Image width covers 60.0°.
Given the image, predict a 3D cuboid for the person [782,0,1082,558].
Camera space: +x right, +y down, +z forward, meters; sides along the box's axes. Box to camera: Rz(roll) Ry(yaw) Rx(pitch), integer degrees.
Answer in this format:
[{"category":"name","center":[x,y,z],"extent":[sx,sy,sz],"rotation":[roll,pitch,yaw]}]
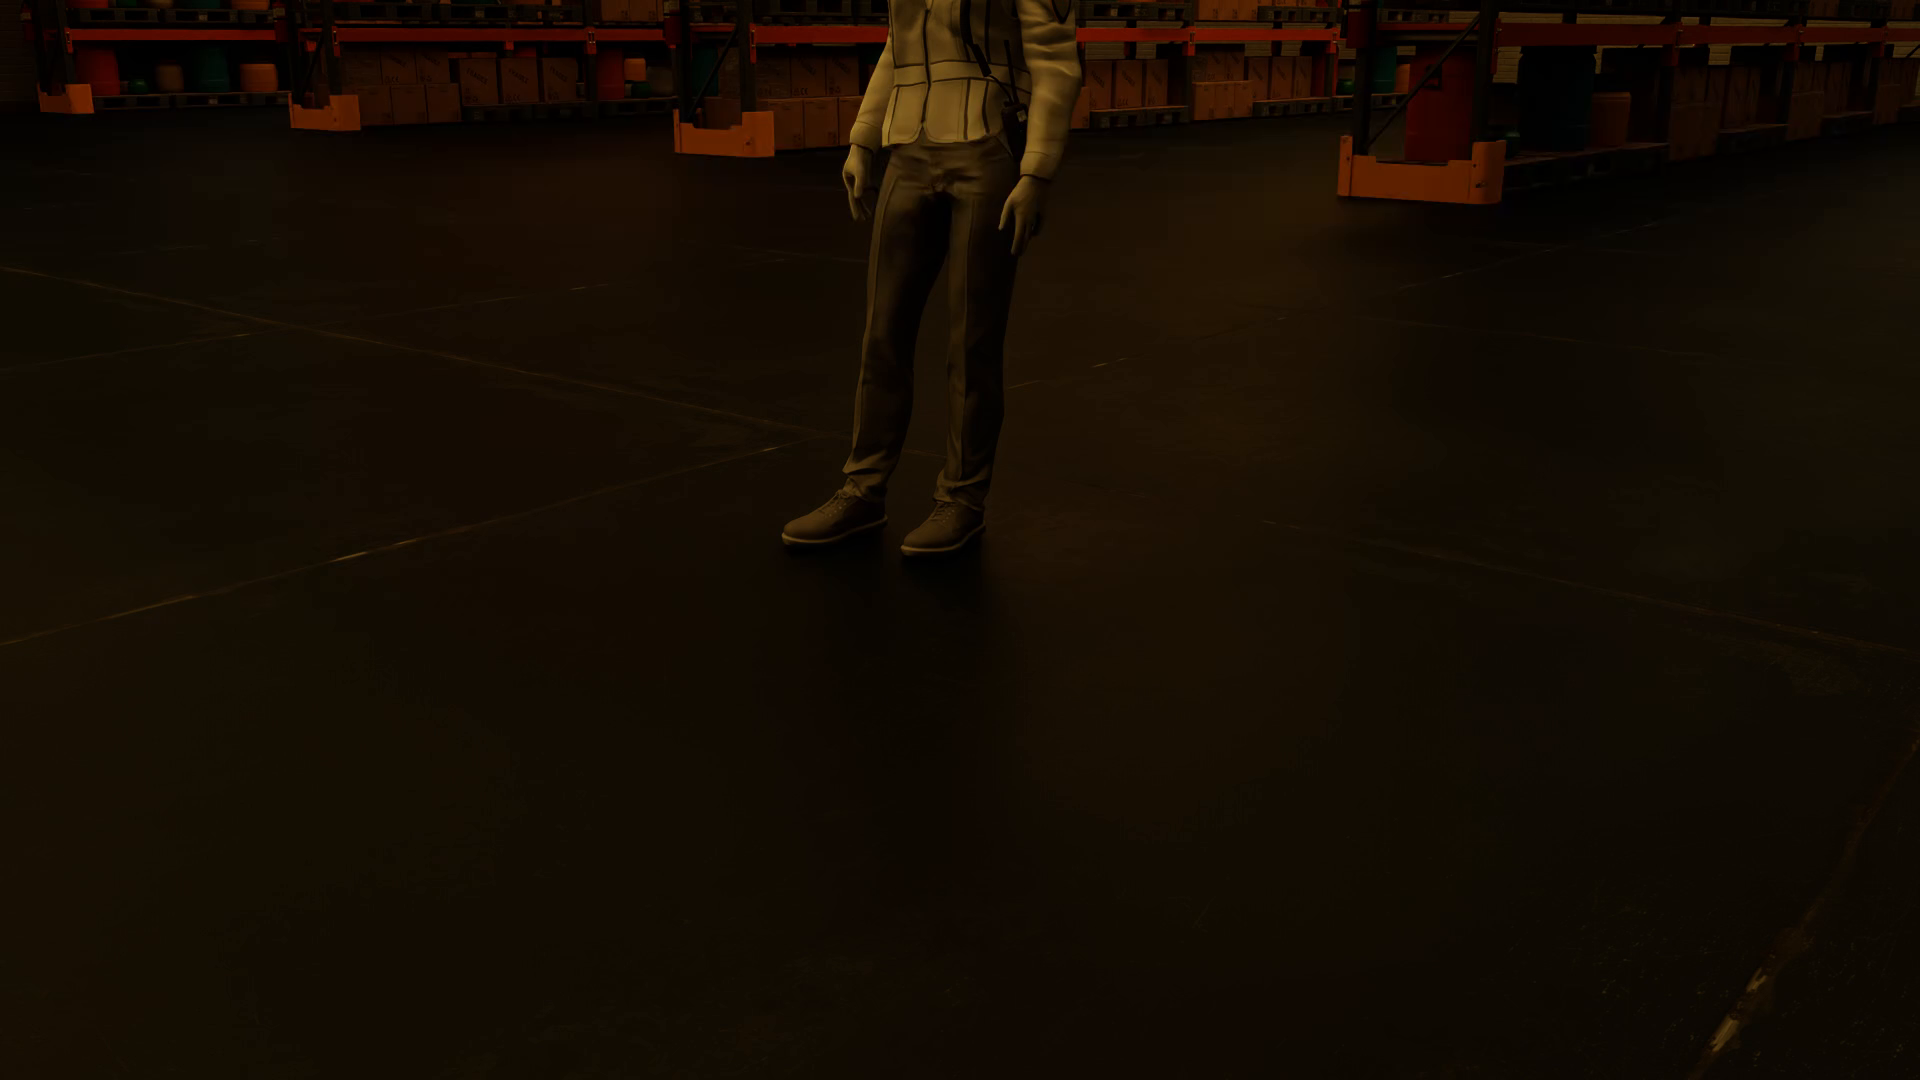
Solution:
[{"category":"person","center":[-0.049,-0.803,3.647],"extent":[0.586,1.694,0.530],"rotation":[13,21,37]}]
